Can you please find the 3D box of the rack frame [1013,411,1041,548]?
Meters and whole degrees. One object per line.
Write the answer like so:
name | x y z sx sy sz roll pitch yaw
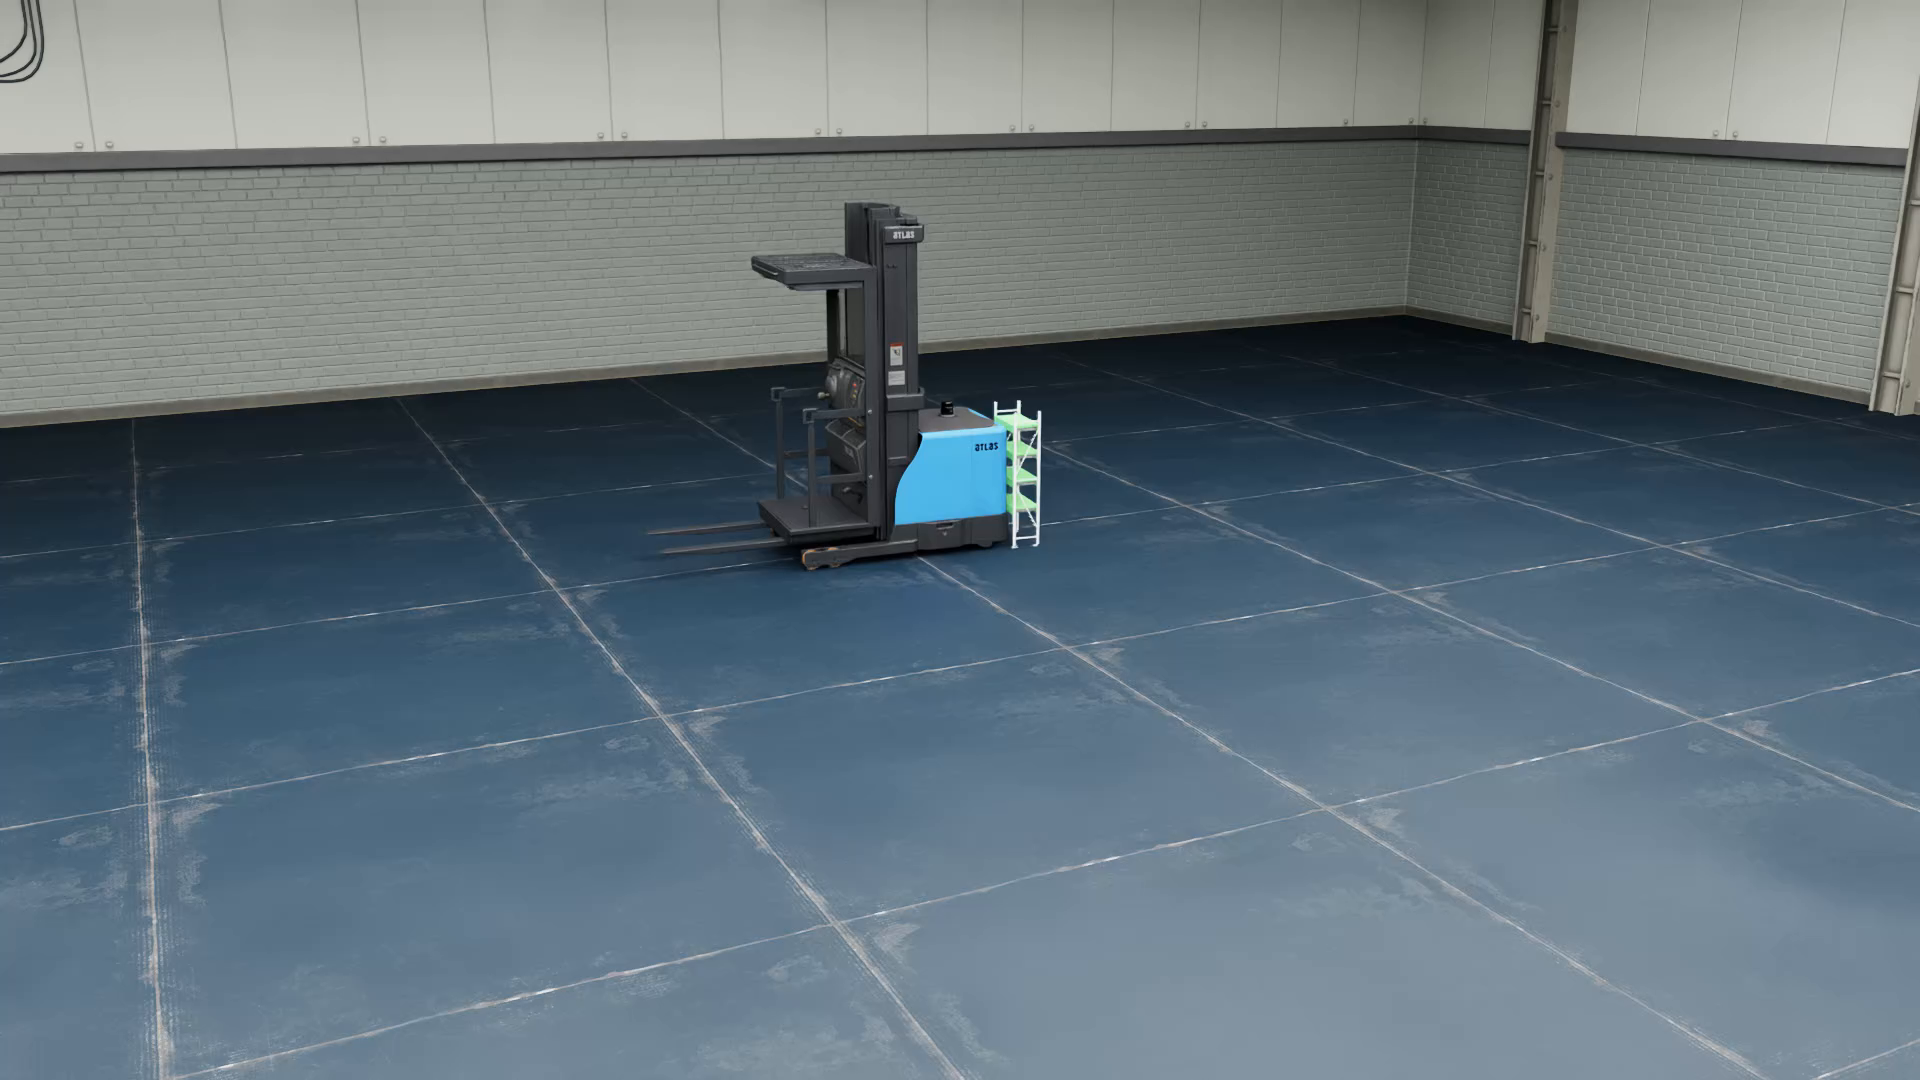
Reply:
rack frame | 0.576 -0.519 14.382 0.240 1.200 0.015 -5 17 -18

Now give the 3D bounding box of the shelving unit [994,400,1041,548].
shelving unit | 0.496 -0.582 14.604 0.258 1.200 0.503 -5 17 -18

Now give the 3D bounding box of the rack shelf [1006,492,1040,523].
rack shelf | 0.495 -0.290 14.687 0.258 0.148 0.480 -5 17 -18

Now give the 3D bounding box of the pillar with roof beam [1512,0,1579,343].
pillar with roof beam | 4.801 -6.849 22.302 9.100 9.000 0.400 -8 18 -25

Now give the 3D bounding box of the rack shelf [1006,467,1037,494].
rack shelf | 0.496 -0.521 14.621 0.258 0.148 0.480 -5 17 -18

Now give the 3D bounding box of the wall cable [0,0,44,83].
wall cable | -11.207 -7.231 17.468 2.305 6.003 0.169 -8 18 -25

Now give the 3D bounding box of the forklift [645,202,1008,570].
forklift | -1.154 -1.325 14.055 3.031 2.935 1.130 -6 17 -20

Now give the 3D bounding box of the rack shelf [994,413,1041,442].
rack shelf | 0.496 -0.982 14.489 0.258 0.148 0.480 -5 17 -18

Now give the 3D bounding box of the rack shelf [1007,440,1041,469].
rack shelf | 0.496 -0.751 14.555 0.258 0.148 0.480 -5 17 -18

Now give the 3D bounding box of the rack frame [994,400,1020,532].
rack frame | 0.415 -0.646 14.825 0.240 1.200 0.015 -5 17 -18

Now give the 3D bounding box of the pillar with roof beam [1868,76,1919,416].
pillar with roof beam | 7.429 -5.361 17.118 9.100 9.000 0.400 -8 18 -25
